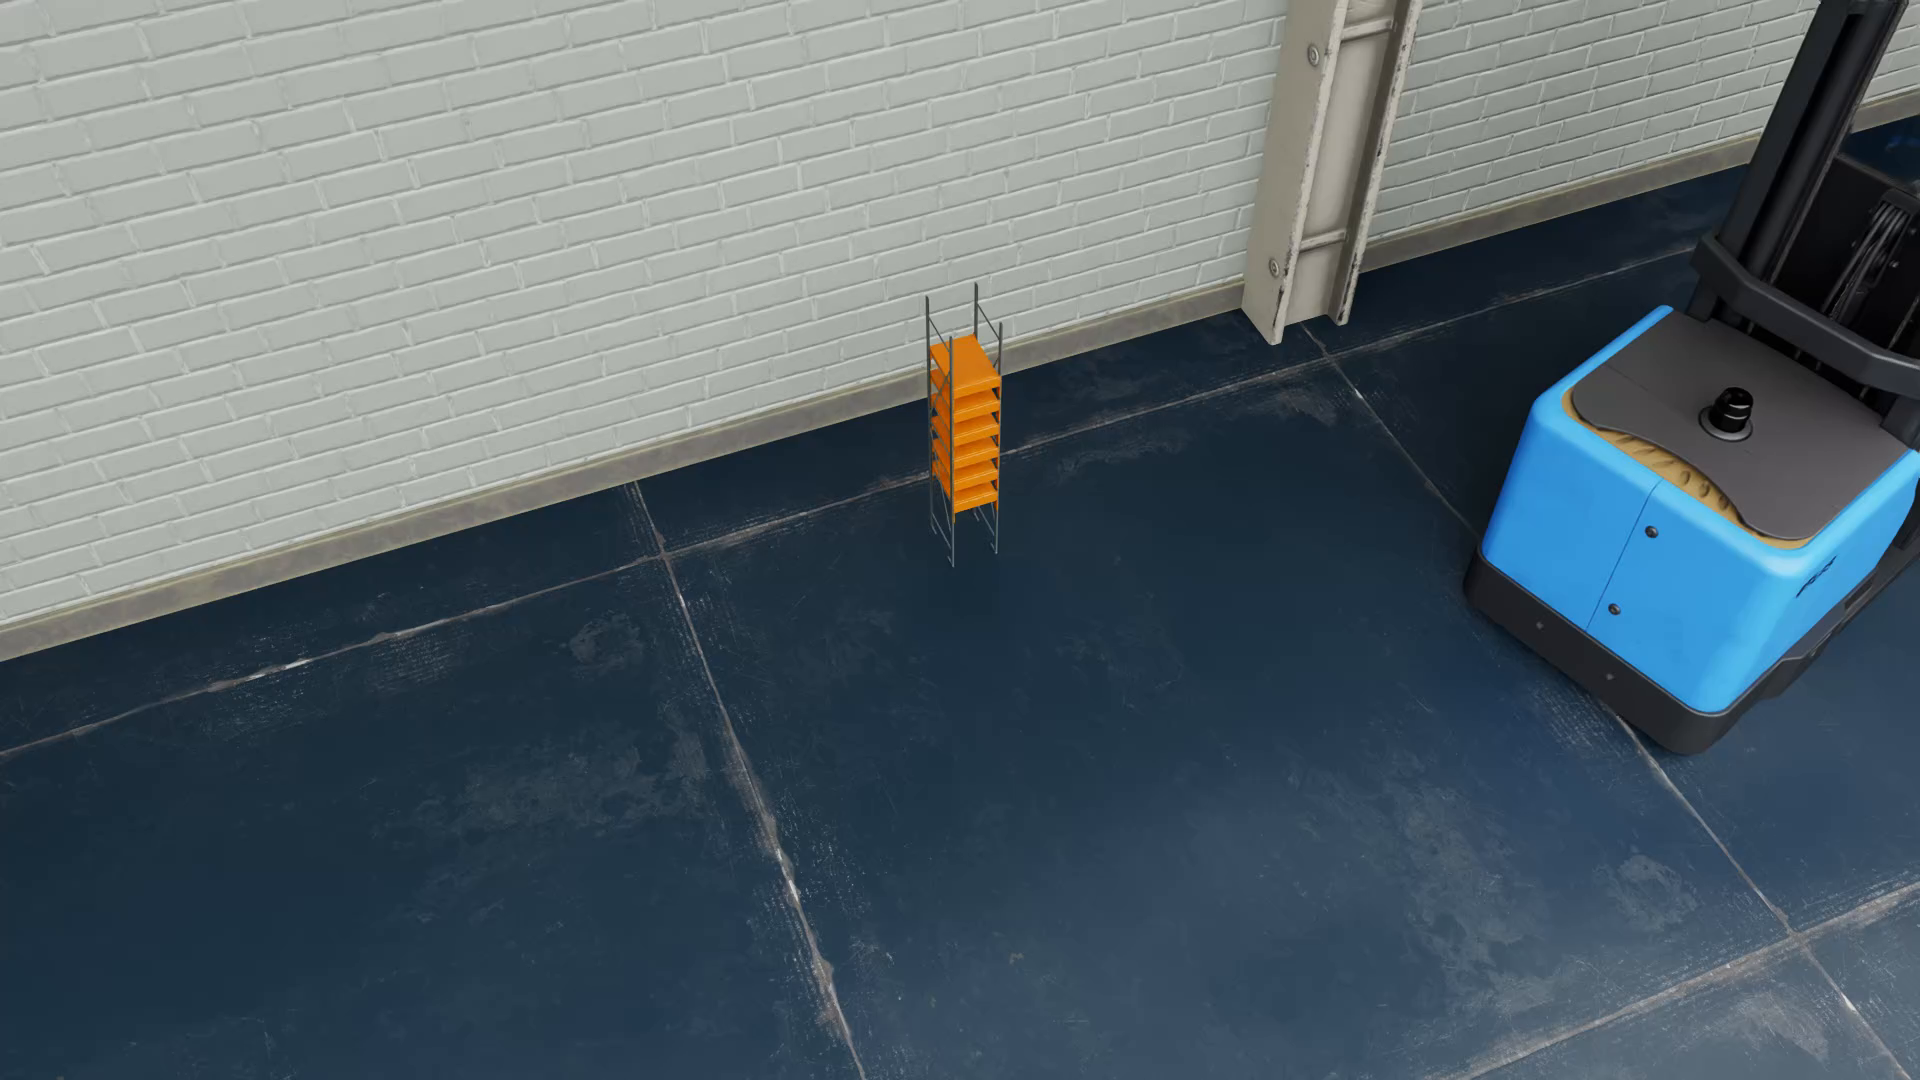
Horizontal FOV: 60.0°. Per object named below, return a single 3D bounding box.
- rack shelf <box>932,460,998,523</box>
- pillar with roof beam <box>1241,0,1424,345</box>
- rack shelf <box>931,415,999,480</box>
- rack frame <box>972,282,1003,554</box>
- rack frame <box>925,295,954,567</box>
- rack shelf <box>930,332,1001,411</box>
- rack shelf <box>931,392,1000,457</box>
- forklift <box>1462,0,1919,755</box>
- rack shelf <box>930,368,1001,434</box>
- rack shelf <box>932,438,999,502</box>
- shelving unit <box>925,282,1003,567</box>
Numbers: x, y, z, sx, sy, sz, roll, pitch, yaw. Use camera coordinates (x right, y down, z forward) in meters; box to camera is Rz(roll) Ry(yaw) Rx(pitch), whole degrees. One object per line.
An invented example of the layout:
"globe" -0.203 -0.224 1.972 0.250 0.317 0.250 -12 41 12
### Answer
"rack shelf" 0.013 -0.210 6.355 0.180 0.103 0.258 -17 52 -14
"pillar with roof beam" 3.122 -0.930 1.458 0.400 9.000 9.100 -17 52 -14
"rack shelf" 0.013 -0.366 6.173 0.180 0.103 0.258 -17 52 -14
"rack frame" 0.098 -0.421 6.162 0.006 1.200 0.240 -17 52 -14
"rack frame" -0.071 -0.369 6.117 0.006 1.200 0.240 -17 52 -14
"rack shelf" 0.013 -0.601 5.900 0.180 0.103 0.258 -17 52 -14
"rack shelf" 0.013 -0.444 6.082 0.180 0.103 0.258 -17 52 -14
"forklift" 3.361 -1.167 5.661 3.031 2.935 1.130 -33 57 -25
"rack shelf" 0.013 -0.522 5.991 0.180 0.103 0.258 -17 52 -14
"rack shelf" 0.013 -0.288 6.264 0.180 0.103 0.258 -17 52 -14
"shelving unit" 0.013 -0.395 6.139 0.189 1.200 0.258 -17 52 -14
